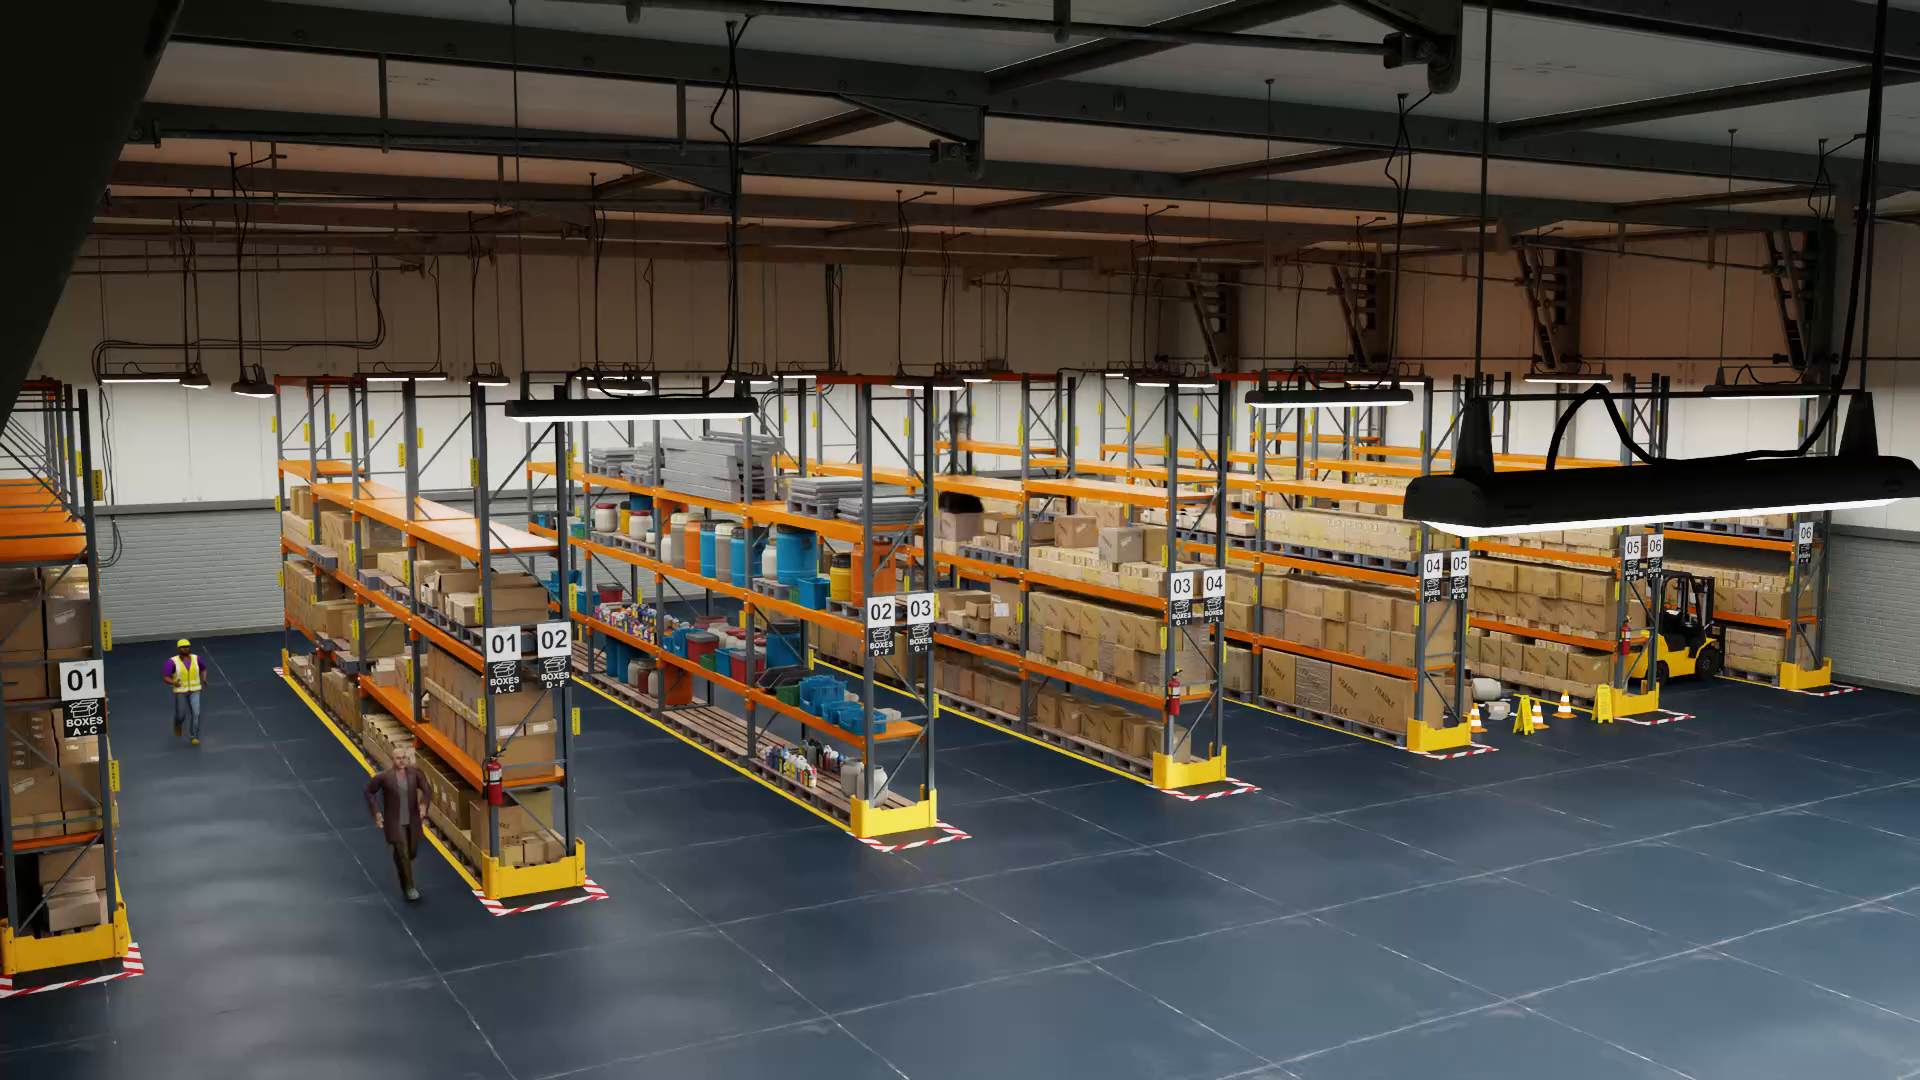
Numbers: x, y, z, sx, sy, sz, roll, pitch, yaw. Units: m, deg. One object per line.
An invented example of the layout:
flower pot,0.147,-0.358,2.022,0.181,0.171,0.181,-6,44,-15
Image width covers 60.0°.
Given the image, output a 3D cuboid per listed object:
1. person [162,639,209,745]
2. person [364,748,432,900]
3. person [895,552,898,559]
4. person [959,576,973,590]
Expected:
person,-12.711,2.485,27.340,0.714,1.733,0.791,-5,8,-38
person,-6.613,3.305,19.638,0.744,1.750,0.945,-4,8,-35
person,-1.618,1.082,39.929,0.666,1.790,0.944,-3,7,-28
person,0.061,0.896,42.298,0.734,1.713,0.577,-4,8,-35
